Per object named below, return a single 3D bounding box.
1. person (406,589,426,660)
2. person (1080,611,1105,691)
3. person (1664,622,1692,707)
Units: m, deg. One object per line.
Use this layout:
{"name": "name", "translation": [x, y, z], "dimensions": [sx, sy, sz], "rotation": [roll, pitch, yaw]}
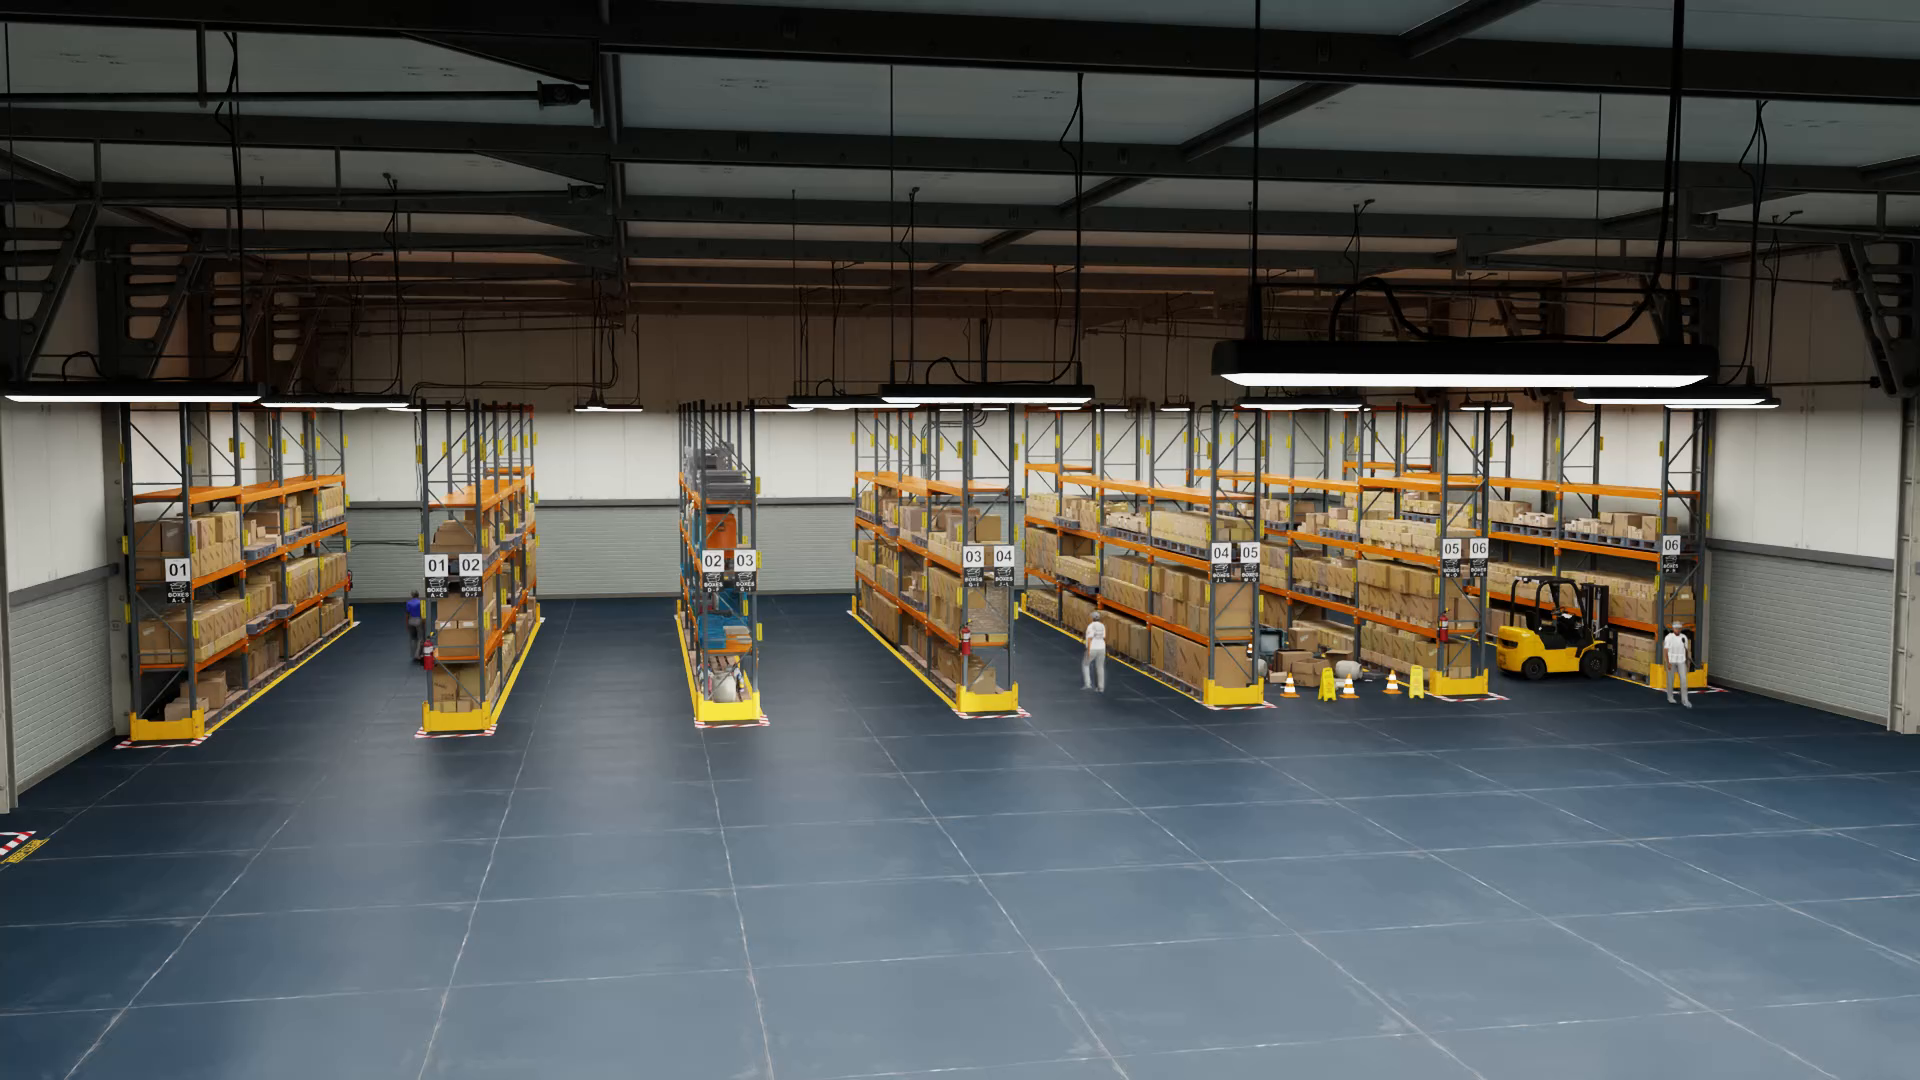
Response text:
{"name": "person", "translation": [-12.683, 1.986, 38.746], "dimensions": [0.503, 1.641, 0.490], "rotation": [1, 4, 14]}
{"name": "person", "translation": [2.803, 2.318, 34.349], "dimensions": [0.508, 1.678, 0.602], "rotation": [-2, 5, -22]}
{"name": "person", "translation": [14.096, 2.414, 32.663], "dimensions": [0.492, 1.645, 0.882], "rotation": [1, 4, 16]}
